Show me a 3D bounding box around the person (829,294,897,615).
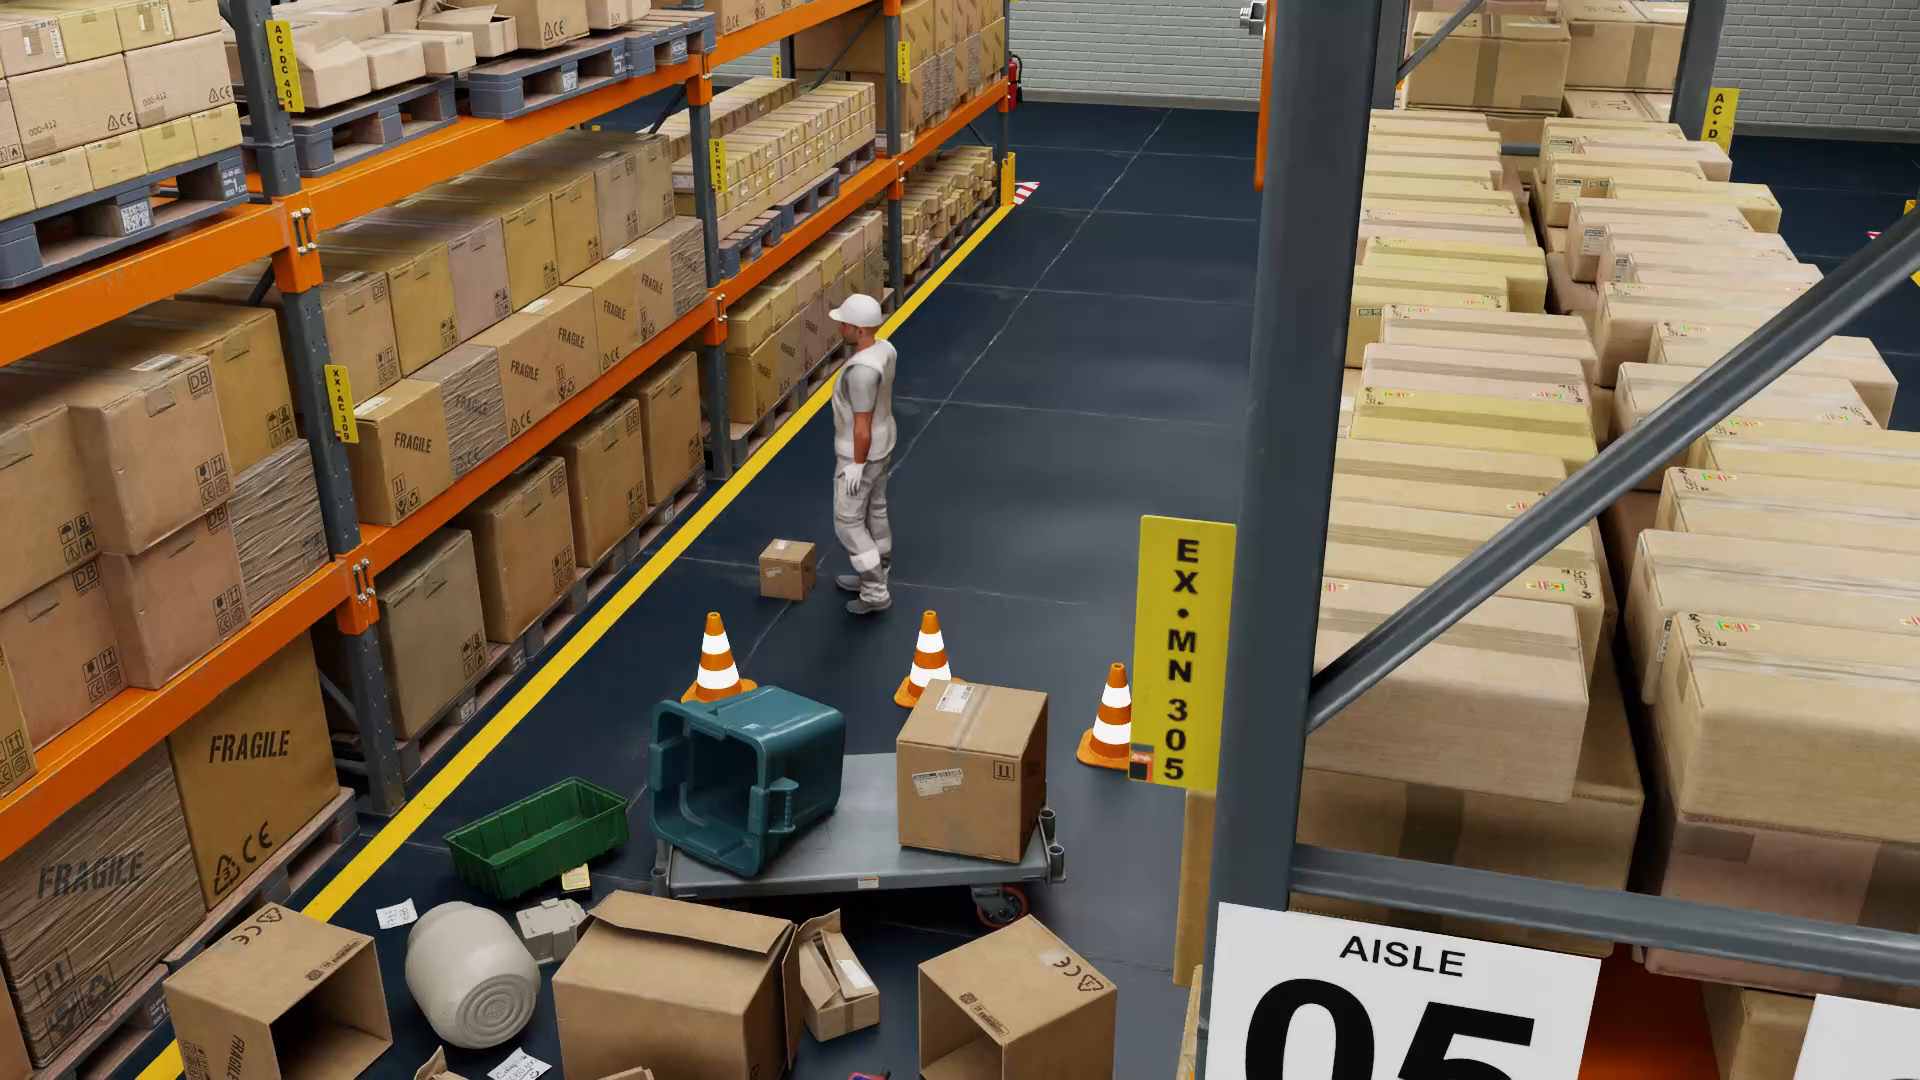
[{"bbox_3d":[-0.538,-0.474,9.100,0.414,1.808,0.550,6,26,13],"label":"person"}]
